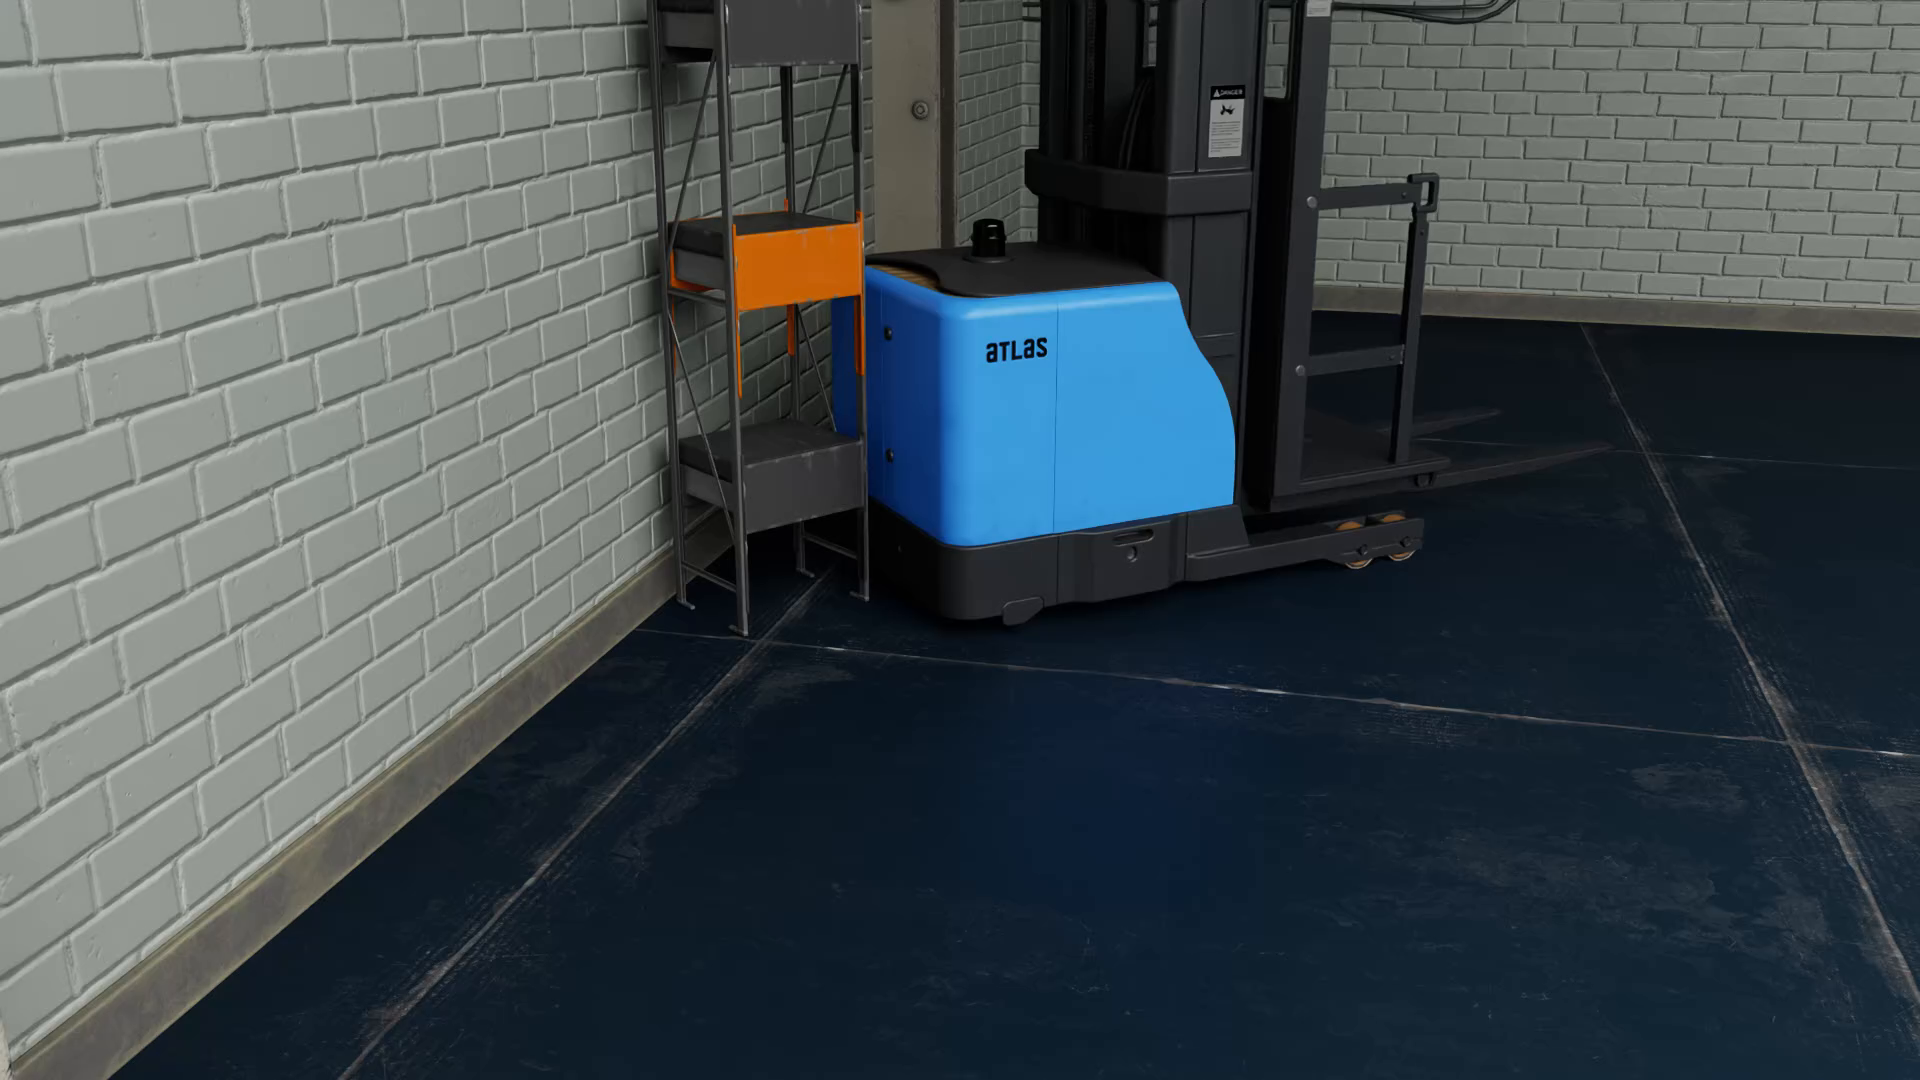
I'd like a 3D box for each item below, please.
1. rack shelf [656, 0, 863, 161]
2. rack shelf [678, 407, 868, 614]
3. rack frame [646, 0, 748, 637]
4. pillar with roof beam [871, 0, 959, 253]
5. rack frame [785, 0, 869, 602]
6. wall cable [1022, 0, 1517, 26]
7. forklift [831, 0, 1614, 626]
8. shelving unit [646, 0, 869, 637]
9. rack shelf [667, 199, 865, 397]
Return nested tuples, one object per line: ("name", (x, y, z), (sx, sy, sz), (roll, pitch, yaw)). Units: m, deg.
("rack shelf", (-0.615, -1.439, 5.022), (0.480, 0.518, 0.431), (-15, 24, -39))
("rack shelf", (-0.624, -0.112, 5.467), (0.480, 0.518, 0.431), (-15, 24, -39))
("rack frame", (-0.803, -0.739, 5.088), (0.015, 2.100, 0.400), (-15, 24, -39))
("pillar with roof beam", (3.973, -4.563, 5.625), (9.100, 9.000, 0.400), (5, 19, 13))
("rack frame", (-0.435, -0.838, 5.392), (0.015, 2.100, 0.400), (-15, 24, -39))
("wall cable", (1.800, -4.253, 9.520), (3.097, 2.526, 0.112), (5, 19, 13))
("forklift", (1.092, -1.426, 5.827), (3.031, 2.935, 1.130), (-9, 21, -25))
("shelving unit", (-0.619, -0.788, 5.240), (0.503, 2.100, 0.431), (-15, 24, -39))
("rack shelf", (-0.619, -0.775, 5.245), (0.480, 0.518, 0.431), (-15, 24, -39))
